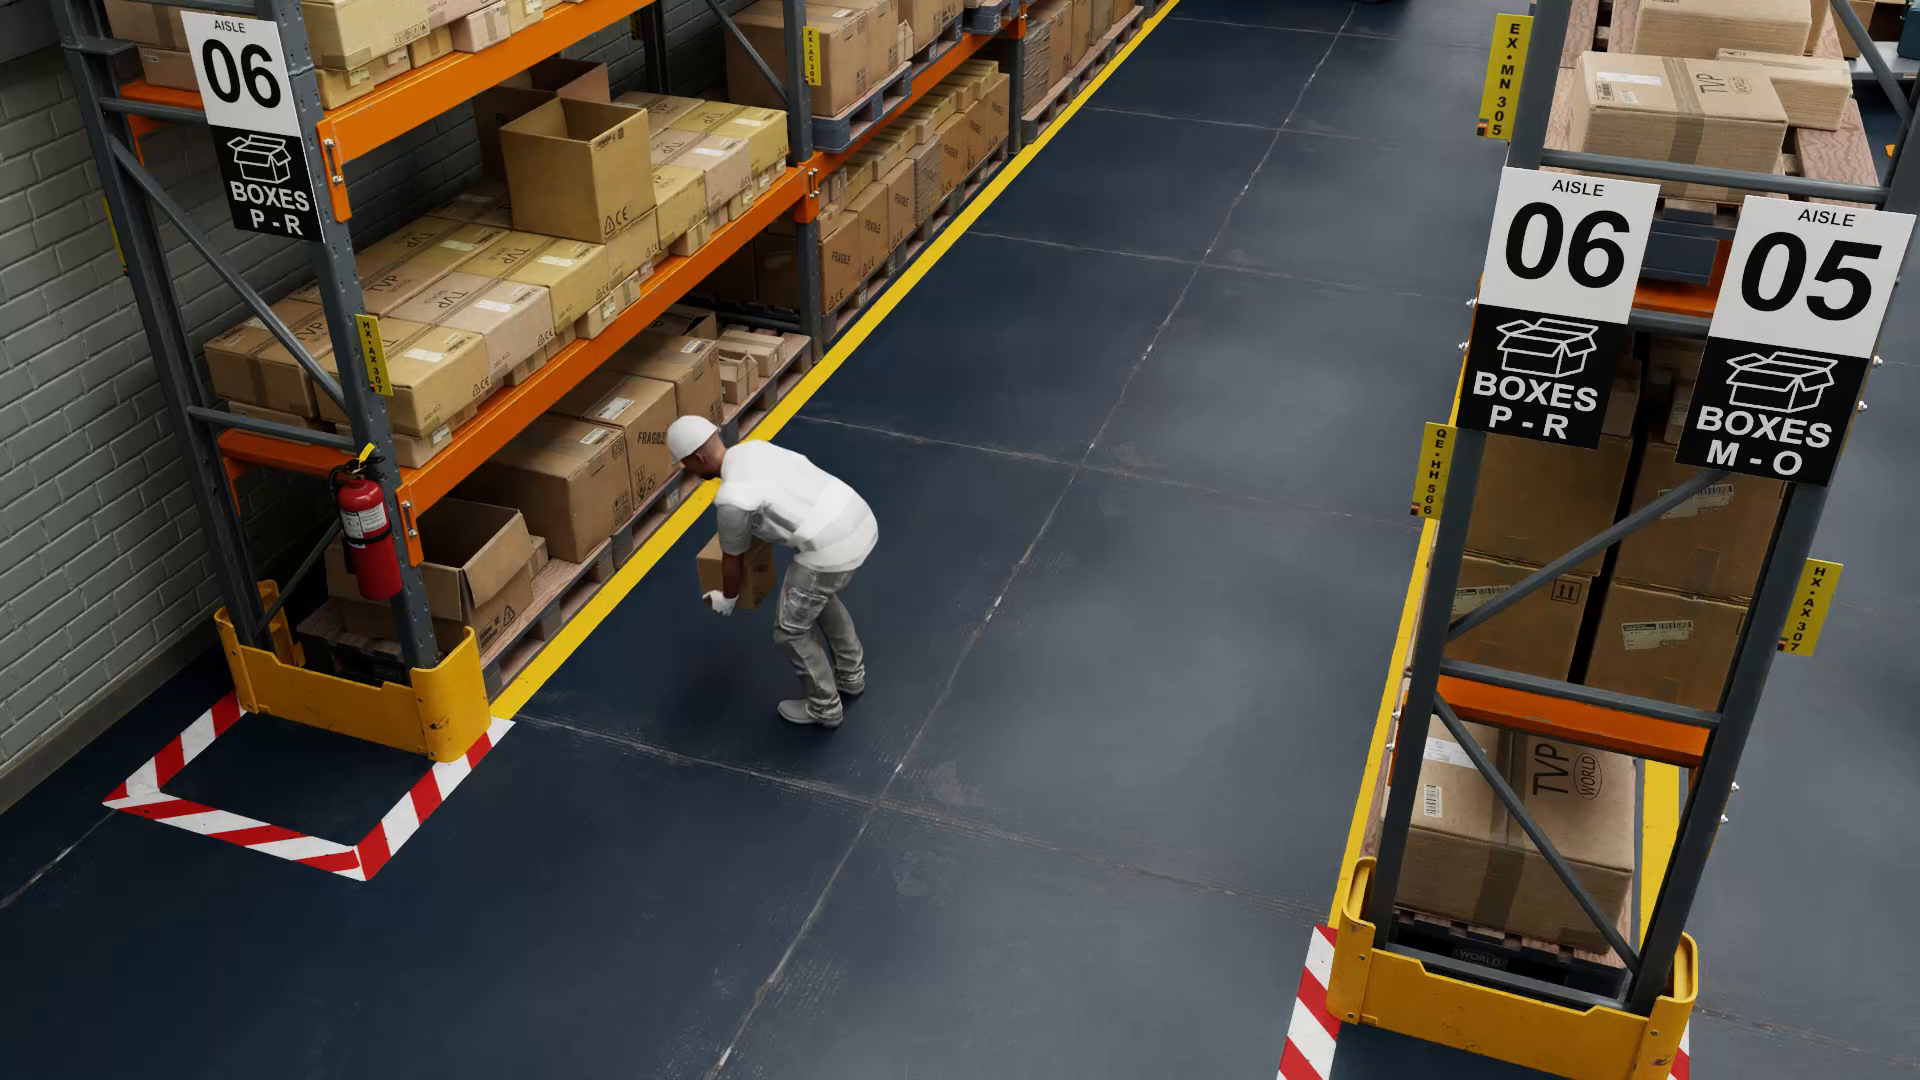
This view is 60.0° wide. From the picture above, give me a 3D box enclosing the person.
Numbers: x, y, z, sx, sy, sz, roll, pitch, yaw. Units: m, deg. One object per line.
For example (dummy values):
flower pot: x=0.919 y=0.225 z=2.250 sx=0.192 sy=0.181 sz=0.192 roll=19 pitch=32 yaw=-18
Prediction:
person: x=-0.807 y=0.125 z=7.282 sx=0.897 sy=1.395 sz=0.499 roll=10 pitch=34 yaw=15
